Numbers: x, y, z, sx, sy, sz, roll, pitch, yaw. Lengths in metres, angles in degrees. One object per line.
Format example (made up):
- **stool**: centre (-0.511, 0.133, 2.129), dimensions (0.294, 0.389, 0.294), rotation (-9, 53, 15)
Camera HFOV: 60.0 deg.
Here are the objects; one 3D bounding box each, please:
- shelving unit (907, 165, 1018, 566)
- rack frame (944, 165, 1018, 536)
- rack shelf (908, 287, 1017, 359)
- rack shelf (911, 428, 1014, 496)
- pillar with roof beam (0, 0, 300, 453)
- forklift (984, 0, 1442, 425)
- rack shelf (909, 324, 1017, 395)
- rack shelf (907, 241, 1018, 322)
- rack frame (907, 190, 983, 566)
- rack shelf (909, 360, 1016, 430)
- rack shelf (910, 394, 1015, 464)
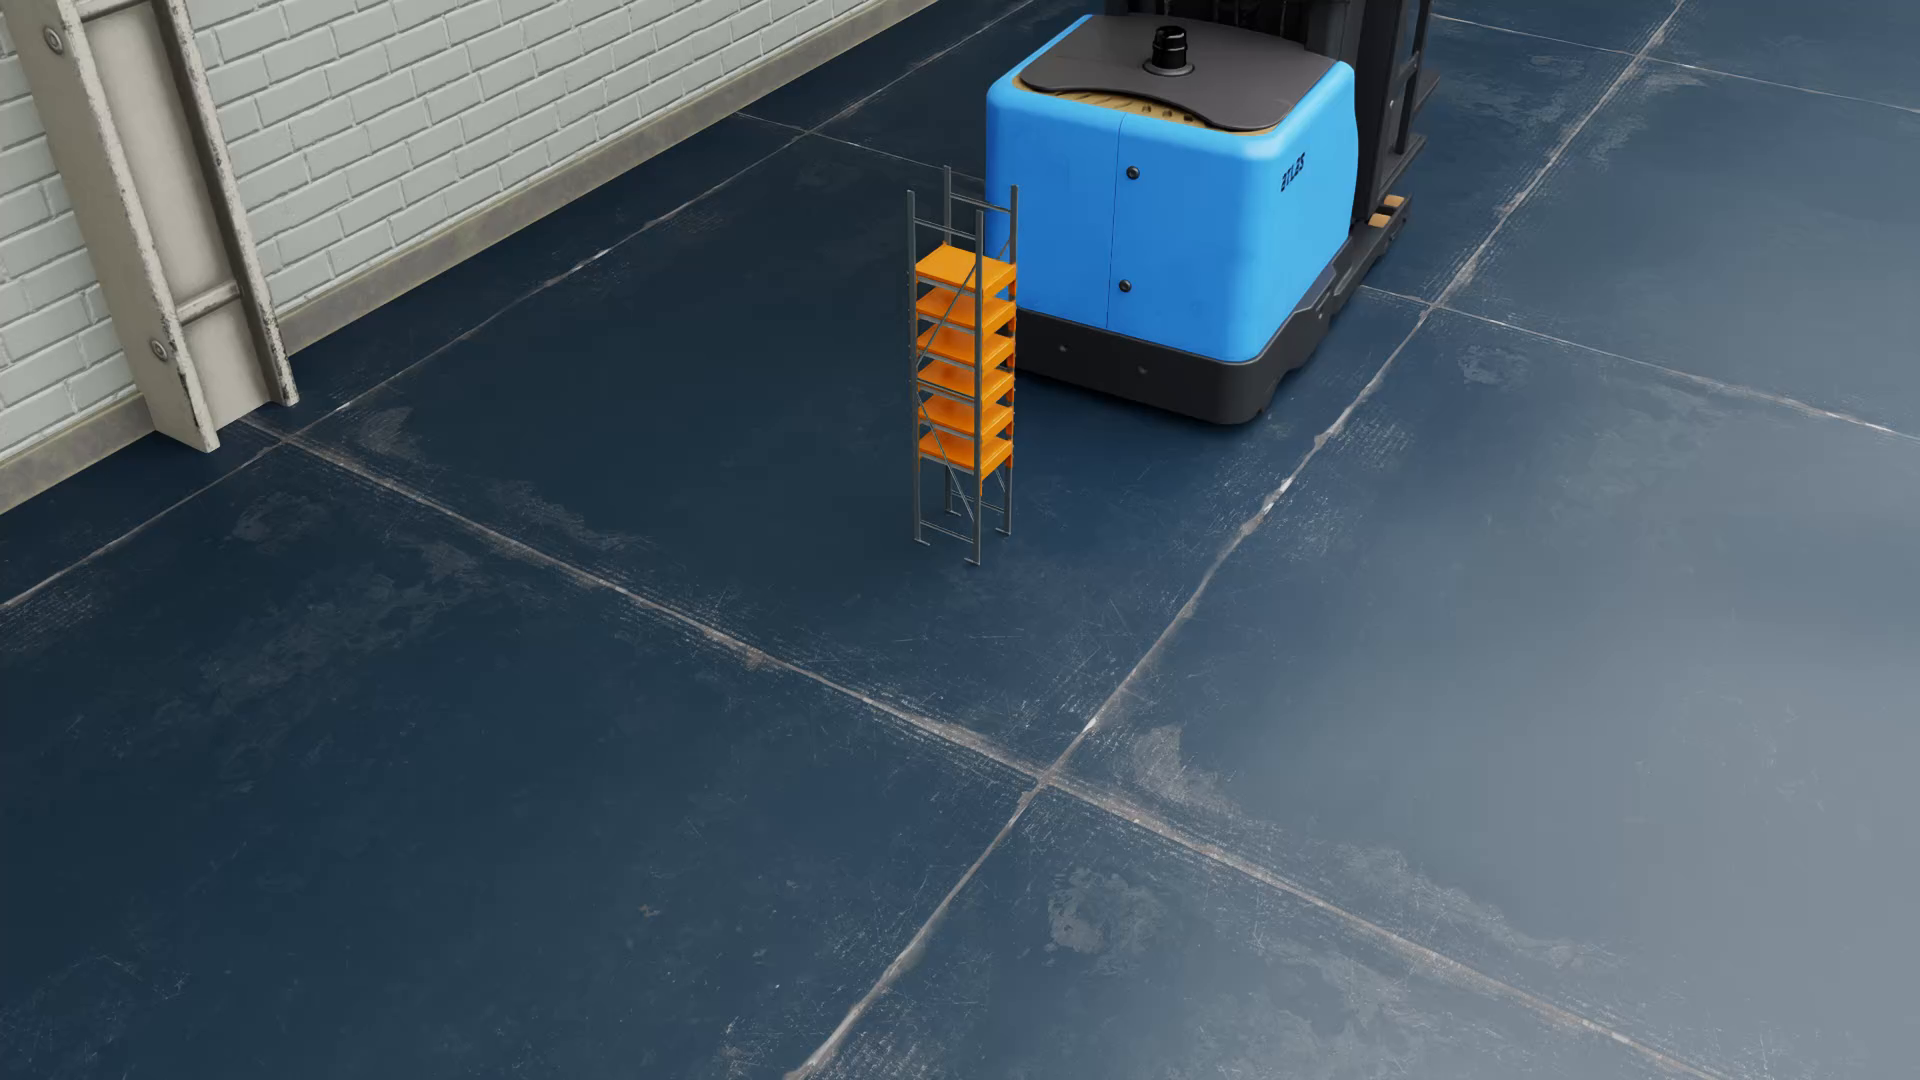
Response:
- **shelving unit**: centre (0.008, -0.483, 4.893), dimensions (0.258, 1.200, 0.189), rotation (21, 42, 25)
- **rack frame**: centre (0.057, -0.530, 4.955), dimensions (0.240, 1.200, 0.006), rotation (21, 42, 25)
- **rack shelf**: centre (0.008, -0.638, 4.774), dimensions (0.258, 0.103, 0.180), rotation (21, 42, 25)
- **rack shelf**: centre (0.008, -0.257, 5.067), dimensions (0.258, 0.103, 0.180), rotation (21, 42, 25)
- **pillar with roof beam**: centre (1.062, -2.601, 1.254), dimensions (9.100, 9.000, 0.400), rotation (21, 42, 25)
- **forklift**: centre (1.212, -2.435, 6.009), dimensions (1.130, 2.935, 3.031), rotation (18, 41, 22)
- **rack shelf**: centre (0.008, -0.543, 4.847), dimensions (0.258, 0.103, 0.180), rotation (21, 42, 25)
- **rack shelf**: centre (0.008, -0.733, 4.701), dimensions (0.258, 0.103, 0.180), rotation (21, 42, 25)
- **rack frame**: centre (-0.041, -0.435, 4.832), dimensions (0.240, 1.200, 0.006), rotation (21, 42, 25)
- **rack shelf**: centre (0.008, -0.447, 4.920), dimensions (0.258, 0.103, 0.180), rotation (21, 42, 25)
- **rack shelf**: centre (0.008, -0.352, 4.994), dimensions (0.258, 0.103, 0.180), rotation (21, 42, 25)
